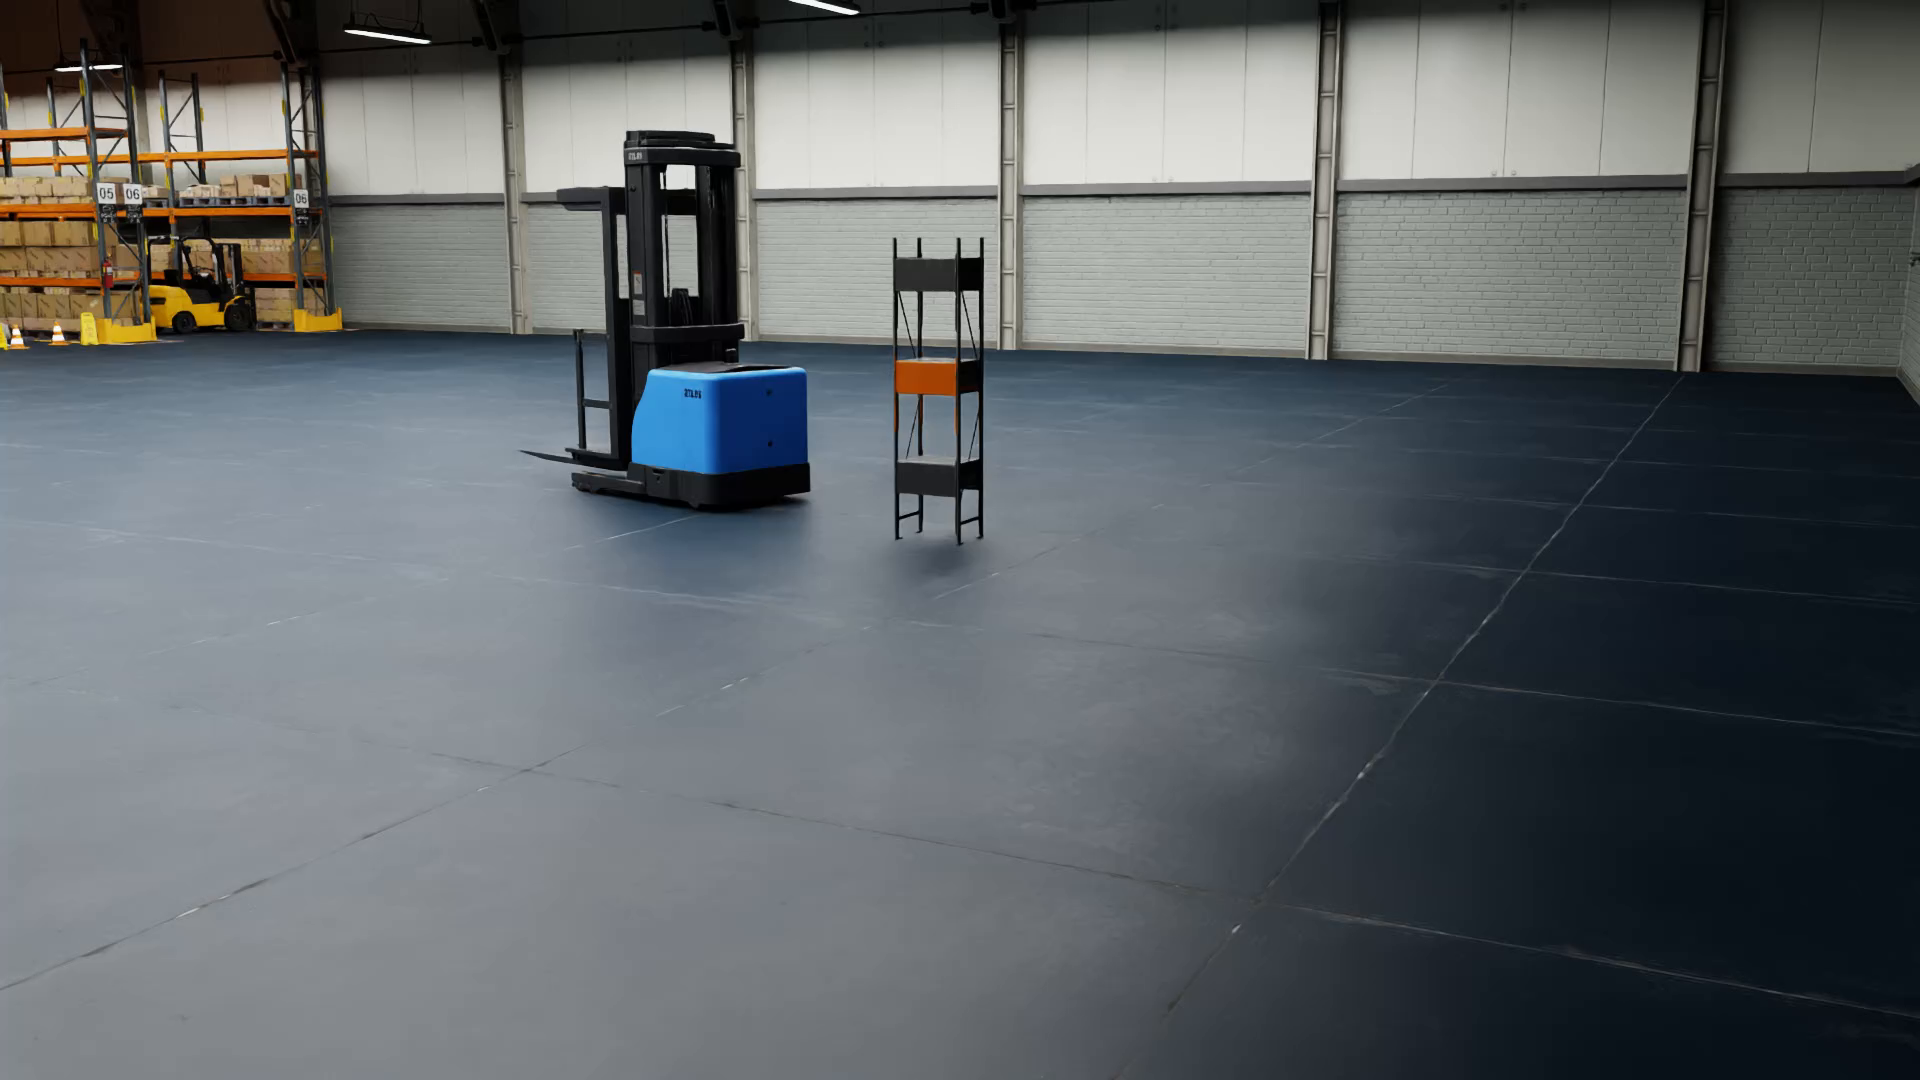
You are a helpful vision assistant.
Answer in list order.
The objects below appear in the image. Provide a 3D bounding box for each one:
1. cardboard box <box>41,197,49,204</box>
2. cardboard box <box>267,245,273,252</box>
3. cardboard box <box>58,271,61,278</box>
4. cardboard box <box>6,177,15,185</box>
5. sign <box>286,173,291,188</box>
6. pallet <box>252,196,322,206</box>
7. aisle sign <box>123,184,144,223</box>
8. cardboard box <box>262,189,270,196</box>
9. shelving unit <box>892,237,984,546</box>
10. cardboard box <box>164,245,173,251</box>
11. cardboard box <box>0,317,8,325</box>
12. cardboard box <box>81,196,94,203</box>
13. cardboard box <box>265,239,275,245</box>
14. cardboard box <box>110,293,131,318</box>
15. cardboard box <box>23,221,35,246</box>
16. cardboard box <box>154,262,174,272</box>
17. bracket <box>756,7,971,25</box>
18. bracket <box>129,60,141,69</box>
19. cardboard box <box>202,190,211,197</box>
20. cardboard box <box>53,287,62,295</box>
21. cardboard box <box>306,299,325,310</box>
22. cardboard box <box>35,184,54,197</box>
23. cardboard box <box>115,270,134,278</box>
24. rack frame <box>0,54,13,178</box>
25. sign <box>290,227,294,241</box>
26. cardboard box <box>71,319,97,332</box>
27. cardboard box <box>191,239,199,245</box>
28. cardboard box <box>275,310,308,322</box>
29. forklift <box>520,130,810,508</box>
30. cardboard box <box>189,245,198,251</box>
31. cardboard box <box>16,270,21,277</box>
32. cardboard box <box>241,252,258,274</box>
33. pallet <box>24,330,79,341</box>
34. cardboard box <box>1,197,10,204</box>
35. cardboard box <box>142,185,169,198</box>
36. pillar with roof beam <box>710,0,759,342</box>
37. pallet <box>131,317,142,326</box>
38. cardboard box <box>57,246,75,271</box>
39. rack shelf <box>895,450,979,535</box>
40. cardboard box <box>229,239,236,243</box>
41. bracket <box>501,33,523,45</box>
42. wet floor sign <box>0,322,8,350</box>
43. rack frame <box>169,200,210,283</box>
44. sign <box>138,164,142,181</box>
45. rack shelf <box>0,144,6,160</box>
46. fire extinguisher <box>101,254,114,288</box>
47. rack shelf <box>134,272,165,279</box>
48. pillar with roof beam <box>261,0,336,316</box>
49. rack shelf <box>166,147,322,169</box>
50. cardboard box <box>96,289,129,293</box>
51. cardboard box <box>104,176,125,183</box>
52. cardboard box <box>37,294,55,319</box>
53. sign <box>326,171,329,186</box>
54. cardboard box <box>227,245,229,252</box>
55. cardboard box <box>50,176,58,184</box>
[{"bbox_3d":[-18.734,-7.016,34.356,0.250,0.149,0.380,5,11,24],"label":"cardboard box"},{"bbox_3d":[-15.844,-6.764,38.581,0.250,0.149,0.380,5,12,27],"label":"cardboard box"},{"bbox_3d":[-18.492,-5.530,34.570,0.250,0.149,0.380,5,11,27],"label":"cardboard box"},{"bbox_3d":[-19.655,-7.483,34.699,0.250,0.149,0.380,5,11,24],"label":"cardboard box"},{"bbox_3d":[-15.214,-8.155,37.680,0.005,0.325,0.100,5,11,26],"label":"sign"},{"bbox_3d":[-15.584,-7.860,38.563,1.213,0.211,1.003,5,11,26],"label":"pallet"},{"bbox_3d":[-16.961,-6.899,34.125,0.004,0.787,0.394,5,11,26],"label":"aisle sign"},{"bbox_3d":[-15.838,-7.993,38.293,0.250,0.149,0.380,5,11,24],"label":"cardboard box"},{"bbox_3d":[-0.148,-1.046,11.615,0.503,2.100,0.431,5,11,26],"label":"shelving unit"},{"bbox_3d":[-18.953,-7.043,40.119,0.250,0.149,0.380,5,12,28],"label":"cardboard box"},{"bbox_3d":[-20.331,-4.654,35.564,0.500,0.250,0.500,4,11,23],"label":"cardboard box"},{"bbox_3d":[-17.598,-6.911,33.774,0.250,0.149,0.380,5,11,26],"label":"cardboard box"},{"bbox_3d":[-15.857,-6.908,38.538,0.250,0.149,0.380,5,12,27],"label":"cardboard box"},{"bbox_3d":[-17.776,-4.907,34.856,0.500,0.500,0.500,5,11,24],"label":"cardboard box"},{"bbox_3d":[-19.048,-6.394,34.713,0.500,0.500,0.700,5,11,25],"label":"cardboard box"},{"bbox_3d":[-19.116,-6.607,40.235,0.500,0.250,0.500,5,12,27],"label":"cardboard box"},{"bbox_3d":[-1.884,-10.050,31.887,4.783,0.066,0.076,5,11,26],"label":"bracket"},{"bbox_3d":[-20.352,-11.673,40.854,0.430,0.232,0.235,5,11,26],"label":"bracket"},{"bbox_3d":[-17.591,-8.147,39.144,0.250,0.149,0.380,5,12,28],"label":"cardboard box"},{"bbox_3d":[-18.571,-5.177,34.524,0.250,0.149,0.380,5,12,27],"label":"cardboard box"},{"bbox_3d":[-15.291,-5.538,39.043,0.500,0.250,0.500,5,12,27],"label":"cardboard box"},{"bbox_3d":[-18.650,-7.201,34.256,0.500,0.250,0.500,5,12,27],"label":"cardboard box"},{"bbox_3d":[-17.367,-5.511,34.463,0.250,0.149,0.380,5,11,26],"label":"cardboard box"},{"bbox_3d":[-20.741,-8.842,35.317,0.127,3.000,1.000,5,11,26],"label":"rack frame"},{"bbox_3d":[-15.214,-6.969,37.895,0.005,0.325,0.100,5,11,26],"label":"sign"},{"bbox_3d":[-18.019,-4.451,34.442,0.500,0.250,0.500,5,11,26],"label":"cardboard box"},{"bbox_3d":[-18.111,-7.122,39.721,0.250,0.149,0.380,5,11,27],"label":"cardboard box"},{"bbox_3d":[-15.522,-5.208,38.625,0.500,0.250,0.500,5,11,26],"label":"cardboard box"},{"bbox_3d":[-2.631,-1.888,13.930,3.031,2.935,1.130,10,14,43],"label":"forklift"},{"bbox_3d":[-18.146,-6.964,39.684,0.250,0.149,0.380,5,12,27],"label":"cardboard box"},{"bbox_3d":[-19.640,-5.622,35.074,0.250,0.149,0.380,5,11,26],"label":"cardboard box"},{"bbox_3d":[-16.439,-6.496,38.922,0.500,0.500,0.500,5,11,25],"label":"cardboard box"},{"bbox_3d":[-19.025,-4.375,35.309,1.213,0.211,1.003,5,11,26],"label":"pallet"},{"bbox_3d":[-19.882,-7.121,34.937,0.250,0.149,0.380,5,12,28],"label":"cardboard box"},{"bbox_3d":[-19.305,-8.389,40.028,0.500,0.311,0.500,5,11,24],"label":"cardboard box"},{"bbox_3d":[-6.330,-7.885,30.032,0.548,9.000,9.100,5,11,26],"label":"pillar with roof beam"},{"bbox_3d":[-20.324,-5.459,41.298,1.213,0.211,1.003,5,11,26],"label":"pallet"},{"bbox_3d":[-18.210,-5.809,34.290,0.500,0.500,0.500,5,11,26],"label":"cardboard box"},{"bbox_3d":[-0.148,-0.344,11.742,0.480,0.518,0.431,5,11,26],"label":"rack shelf"},{"bbox_3d":[-16.972,-7.020,39.156,0.250,0.149,0.380,5,11,26],"label":"cardboard box"},{"bbox_3d":[-9.591,-10.728,35.629,0.430,0.232,0.235,5,11,26],"label":"bracket"},{"bbox_3d":[-18.351,-3.932,31.642,0.232,0.644,0.267,3,11,16],"label":"wet floor sign"},{"bbox_3d":[-18.548,-6.683,40.233,0.127,3.000,1.000,5,11,26],"label":"rack frame"},{"bbox_3d":[-16.914,-7.568,34.244,0.005,0.325,0.100,5,11,26],"label":"sign"},{"bbox_3d":[-22.535,-8.449,36.288,4.000,0.370,1.077,5,11,26],"label":"rack shelf"},{"bbox_3d":[-17.255,-5.454,33.660,0.183,0.674,0.296,5,11,26],"label":"fire extinguisher"},{"bbox_3d":[-20.342,-6.487,41.168,4.000,0.370,1.077,5,11,26],"label":"rack shelf"},{"bbox_3d":[-17.091,-8.831,35.257,0.548,9.000,9.100,5,11,26],"label":"pillar with roof beam"},{"bbox_3d":[-16.755,-8.927,38.928,4.000,0.370,1.077,5,11,26],"label":"rack shelf"},{"bbox_3d":[-20.992,-5.935,41.588,0.625,0.625,0.875,5,12,28],"label":"cardboard box"},{"bbox_3d":[-17.382,-7.380,34.129,0.250,0.149,0.380,5,11,25],"label":"cardboard box"},{"bbox_3d":[-18.907,-4.900,34.819,0.500,0.500,0.500,5,11,24],"label":"cardboard box"},{"bbox_3d":[-14.710,-8.401,38.627,0.005,0.325,0.100,5,11,26],"label":"sign"},{"bbox_3d":[-17.001,-6.859,39.105,0.250,0.149,0.380,5,11,25],"label":"cardboard box"},{"bbox_3d":[-18.460,-7.391,34.191,0.250,0.149,0.380,5,11,26],"label":"cardboard box"}]
